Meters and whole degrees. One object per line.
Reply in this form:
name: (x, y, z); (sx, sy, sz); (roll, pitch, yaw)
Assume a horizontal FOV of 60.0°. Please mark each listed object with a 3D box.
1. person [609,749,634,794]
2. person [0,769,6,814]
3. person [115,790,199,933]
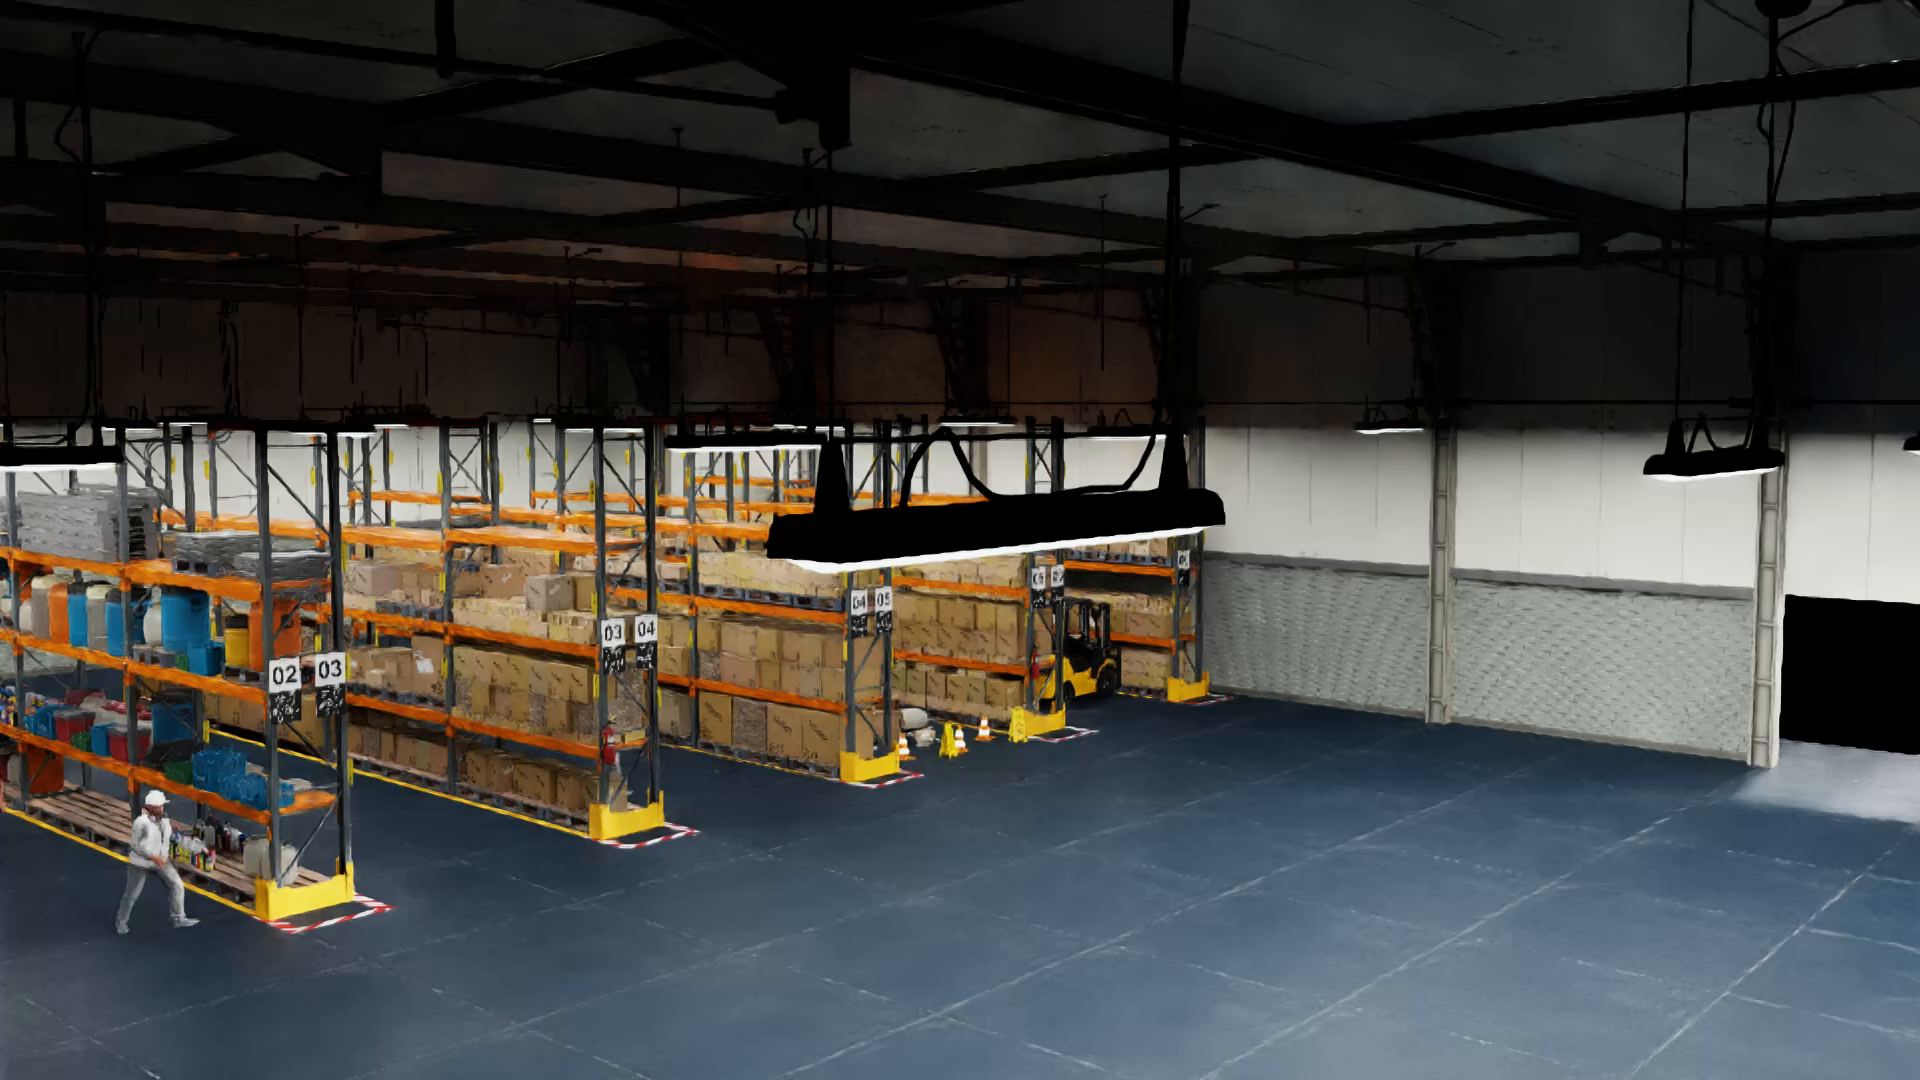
person: (-5.565, 3.232, 26.894); (1.042, 1.732, 0.579); (4, 6, 40)
person: (-13.407, 3.600, 22.779); (1.022, 1.666, 0.554); (4, 6, 40)
person: (-9.671, 3.820, 19.860); (0.844, 1.713, 0.682); (2, 5, 24)
